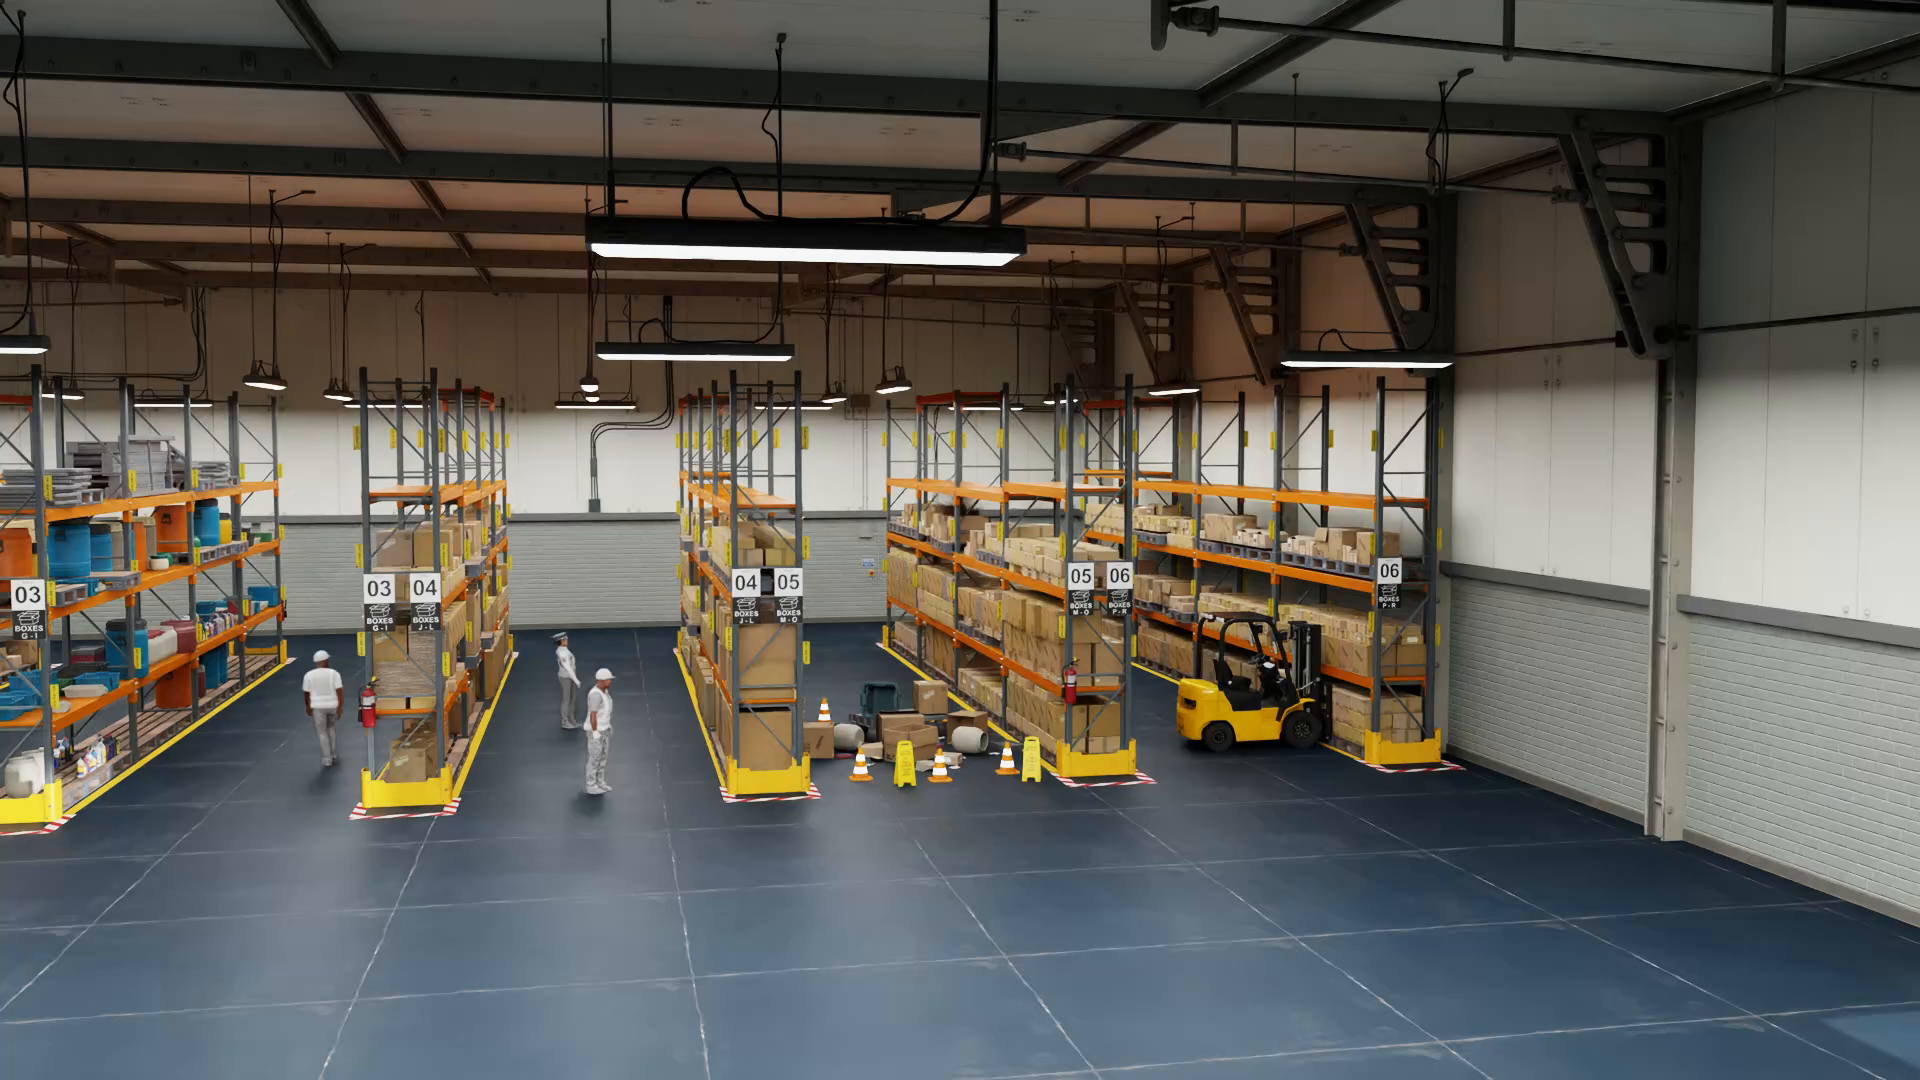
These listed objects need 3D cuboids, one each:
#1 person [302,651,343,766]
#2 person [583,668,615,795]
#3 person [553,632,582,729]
[{"bbox_3d":[-9.826,2.609,25.625,0.552,1.818,0.549,3,5,43],"label":"person"},{"bbox_3d":[-5.119,2.709,23.639,0.449,1.788,0.584,0,3,3],"label":"person"},{"bbox_3d":[-6.819,2.451,29.017,0.540,1.713,0.561,0,3,7],"label":"person"}]
